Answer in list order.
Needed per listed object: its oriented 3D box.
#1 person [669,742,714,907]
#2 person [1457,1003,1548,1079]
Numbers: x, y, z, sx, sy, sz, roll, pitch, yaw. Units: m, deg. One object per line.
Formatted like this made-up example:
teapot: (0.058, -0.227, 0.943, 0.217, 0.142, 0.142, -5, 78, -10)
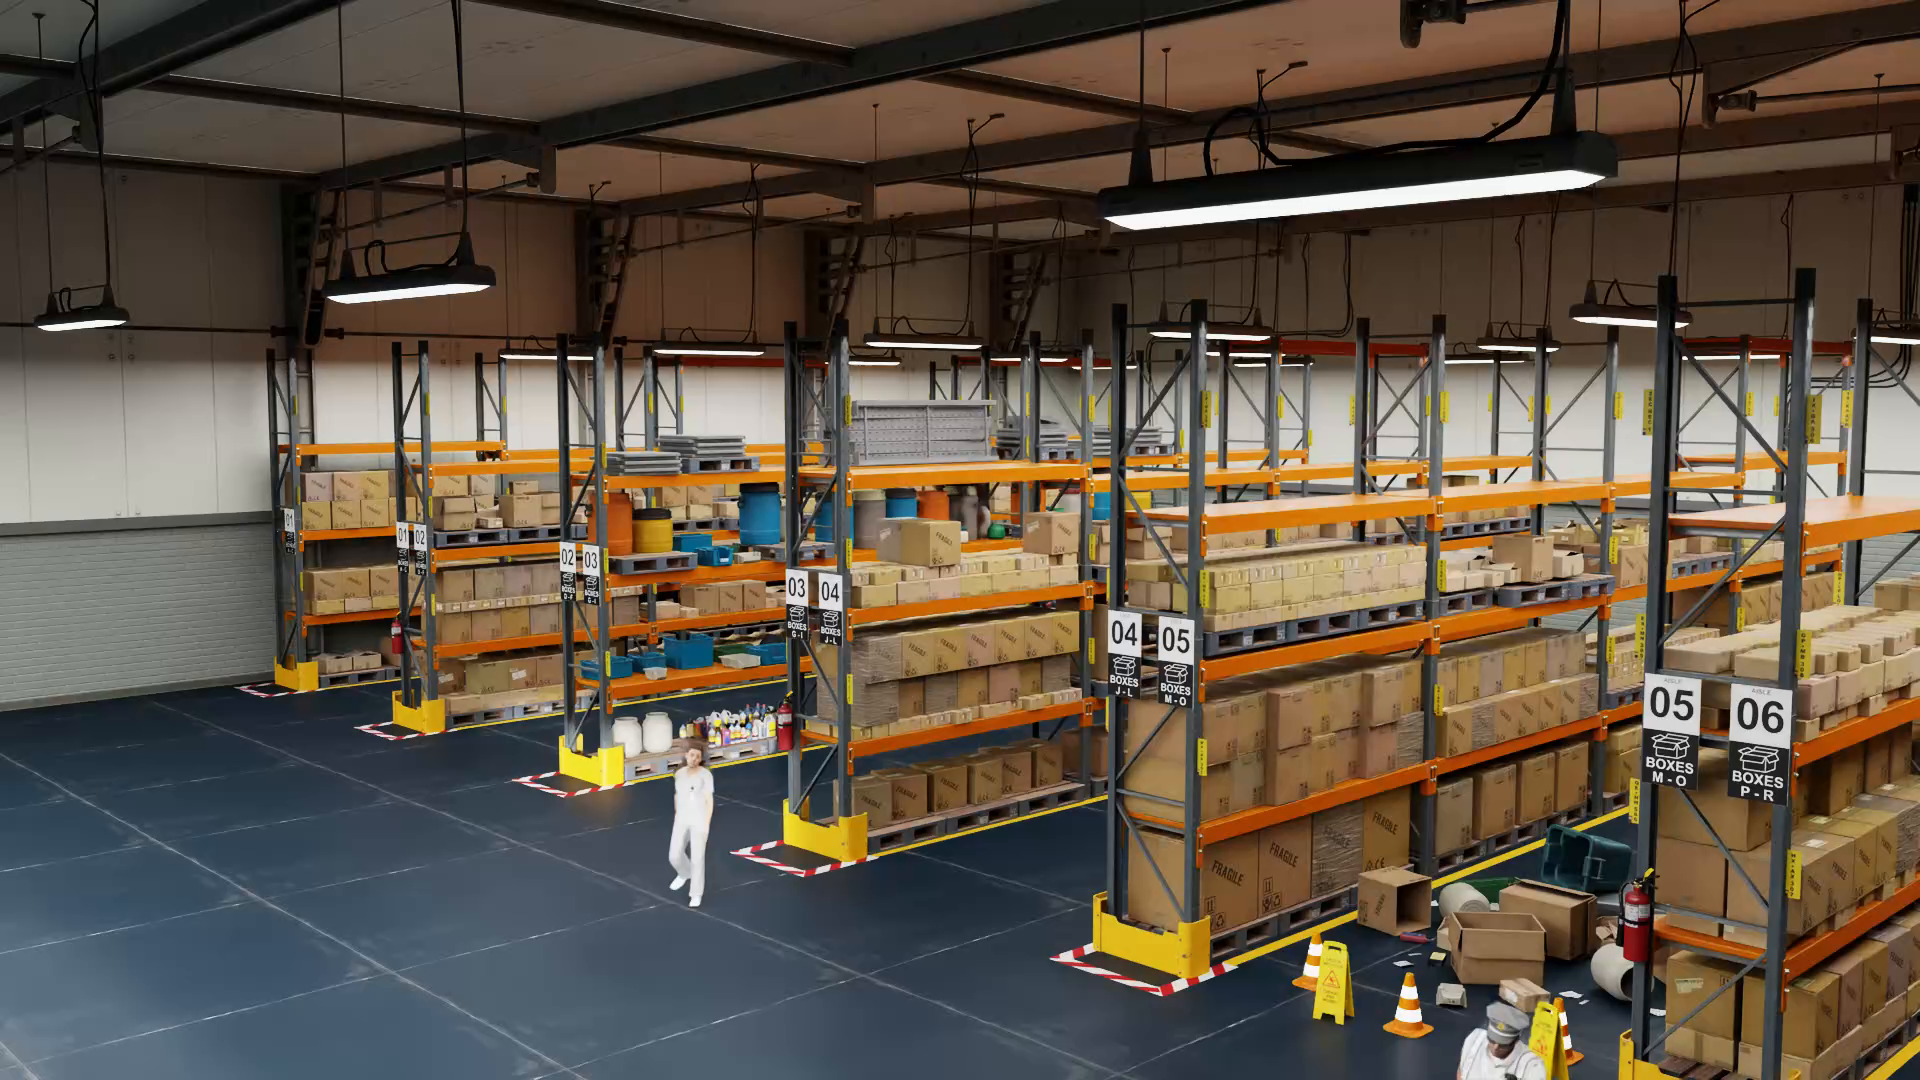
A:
person: (-2.732, 2.864, 16.924, 0.568, 1.667, 0.556, 1, 5, 13)
person: (3.152, 3.480, 9.767, 0.794, 1.668, 0.651, 5, 7, 43)
